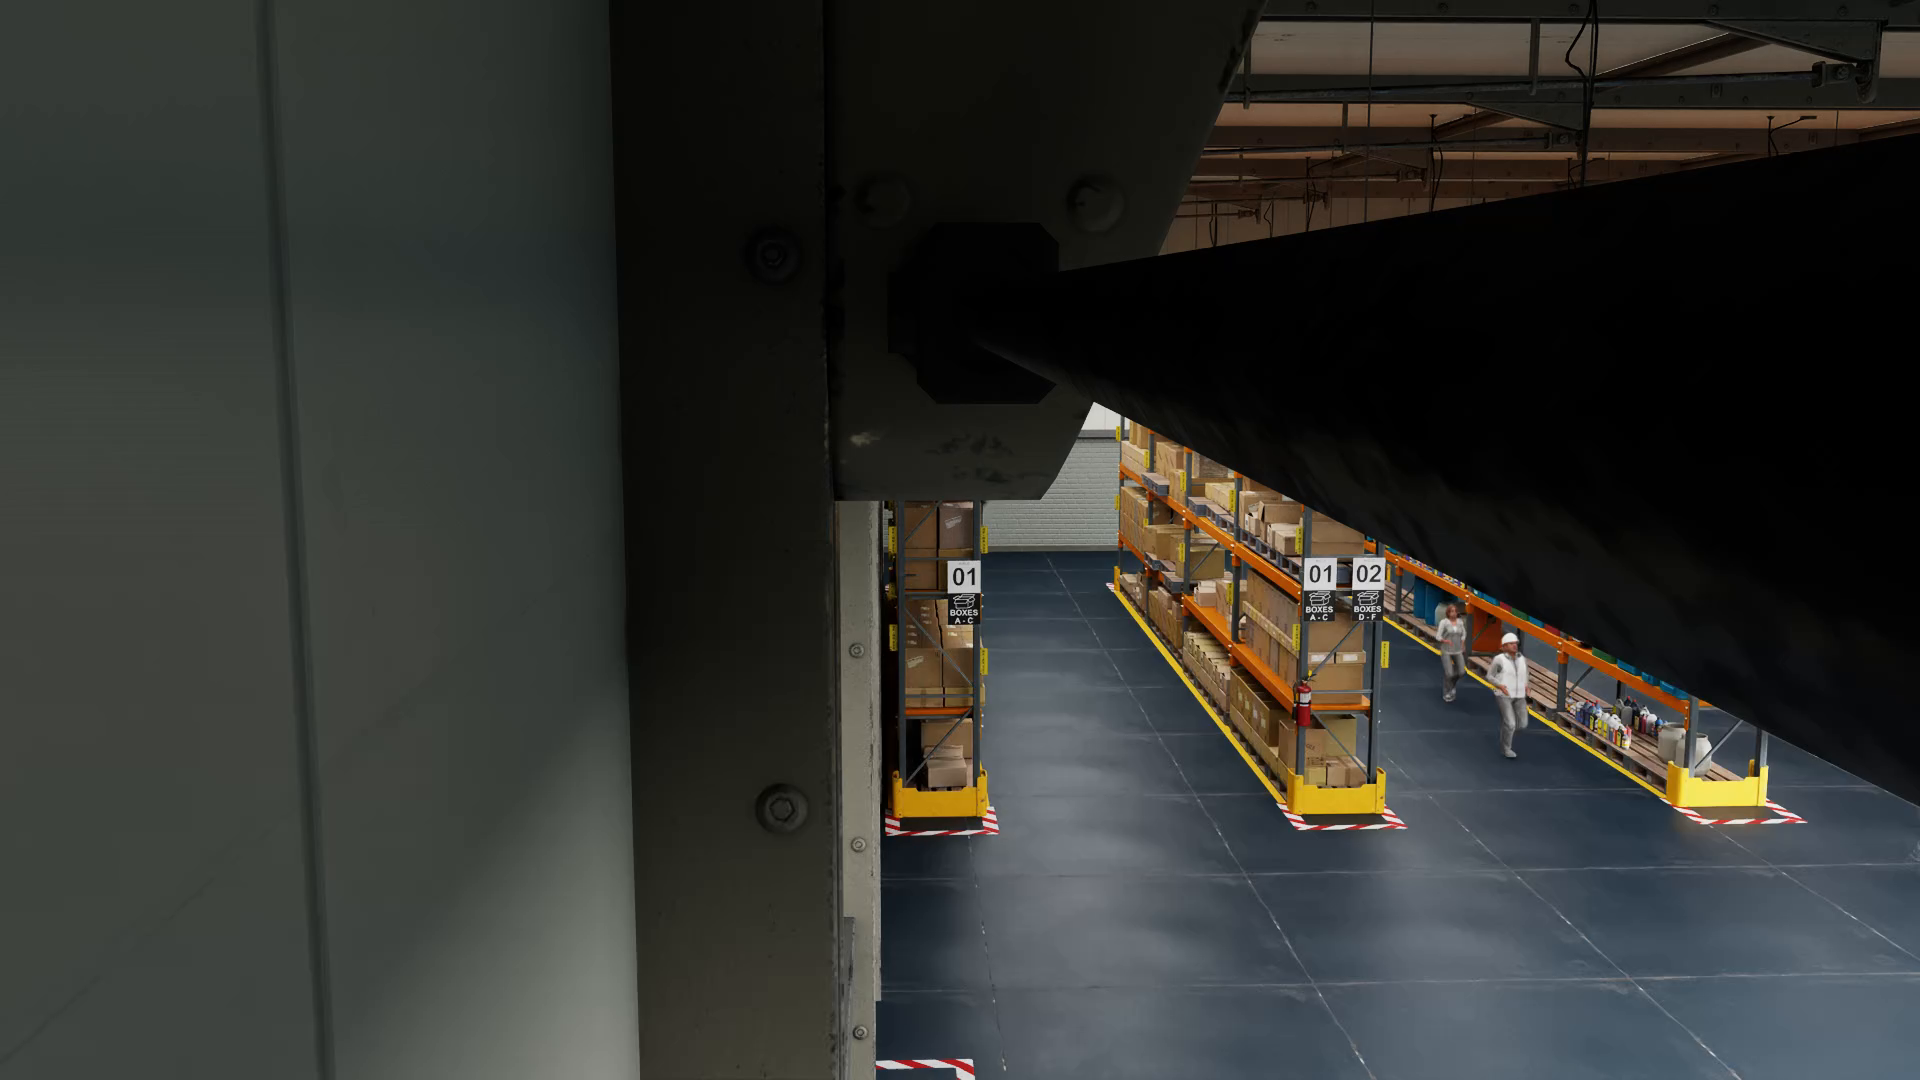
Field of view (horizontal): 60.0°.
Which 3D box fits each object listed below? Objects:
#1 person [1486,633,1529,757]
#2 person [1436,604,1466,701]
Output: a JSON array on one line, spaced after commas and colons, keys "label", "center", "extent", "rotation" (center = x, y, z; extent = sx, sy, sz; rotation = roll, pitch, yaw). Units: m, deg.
[{"label": "person", "center": [7.660, 2.153, 23.183], "extent": [0.657, 1.722, 0.609], "rotation": [-2, 8, -12]}, {"label": "person", "center": [7.766, 1.794, 26.174], "extent": [0.524, 1.558, 0.537], "rotation": [0, 8, -3]}]
